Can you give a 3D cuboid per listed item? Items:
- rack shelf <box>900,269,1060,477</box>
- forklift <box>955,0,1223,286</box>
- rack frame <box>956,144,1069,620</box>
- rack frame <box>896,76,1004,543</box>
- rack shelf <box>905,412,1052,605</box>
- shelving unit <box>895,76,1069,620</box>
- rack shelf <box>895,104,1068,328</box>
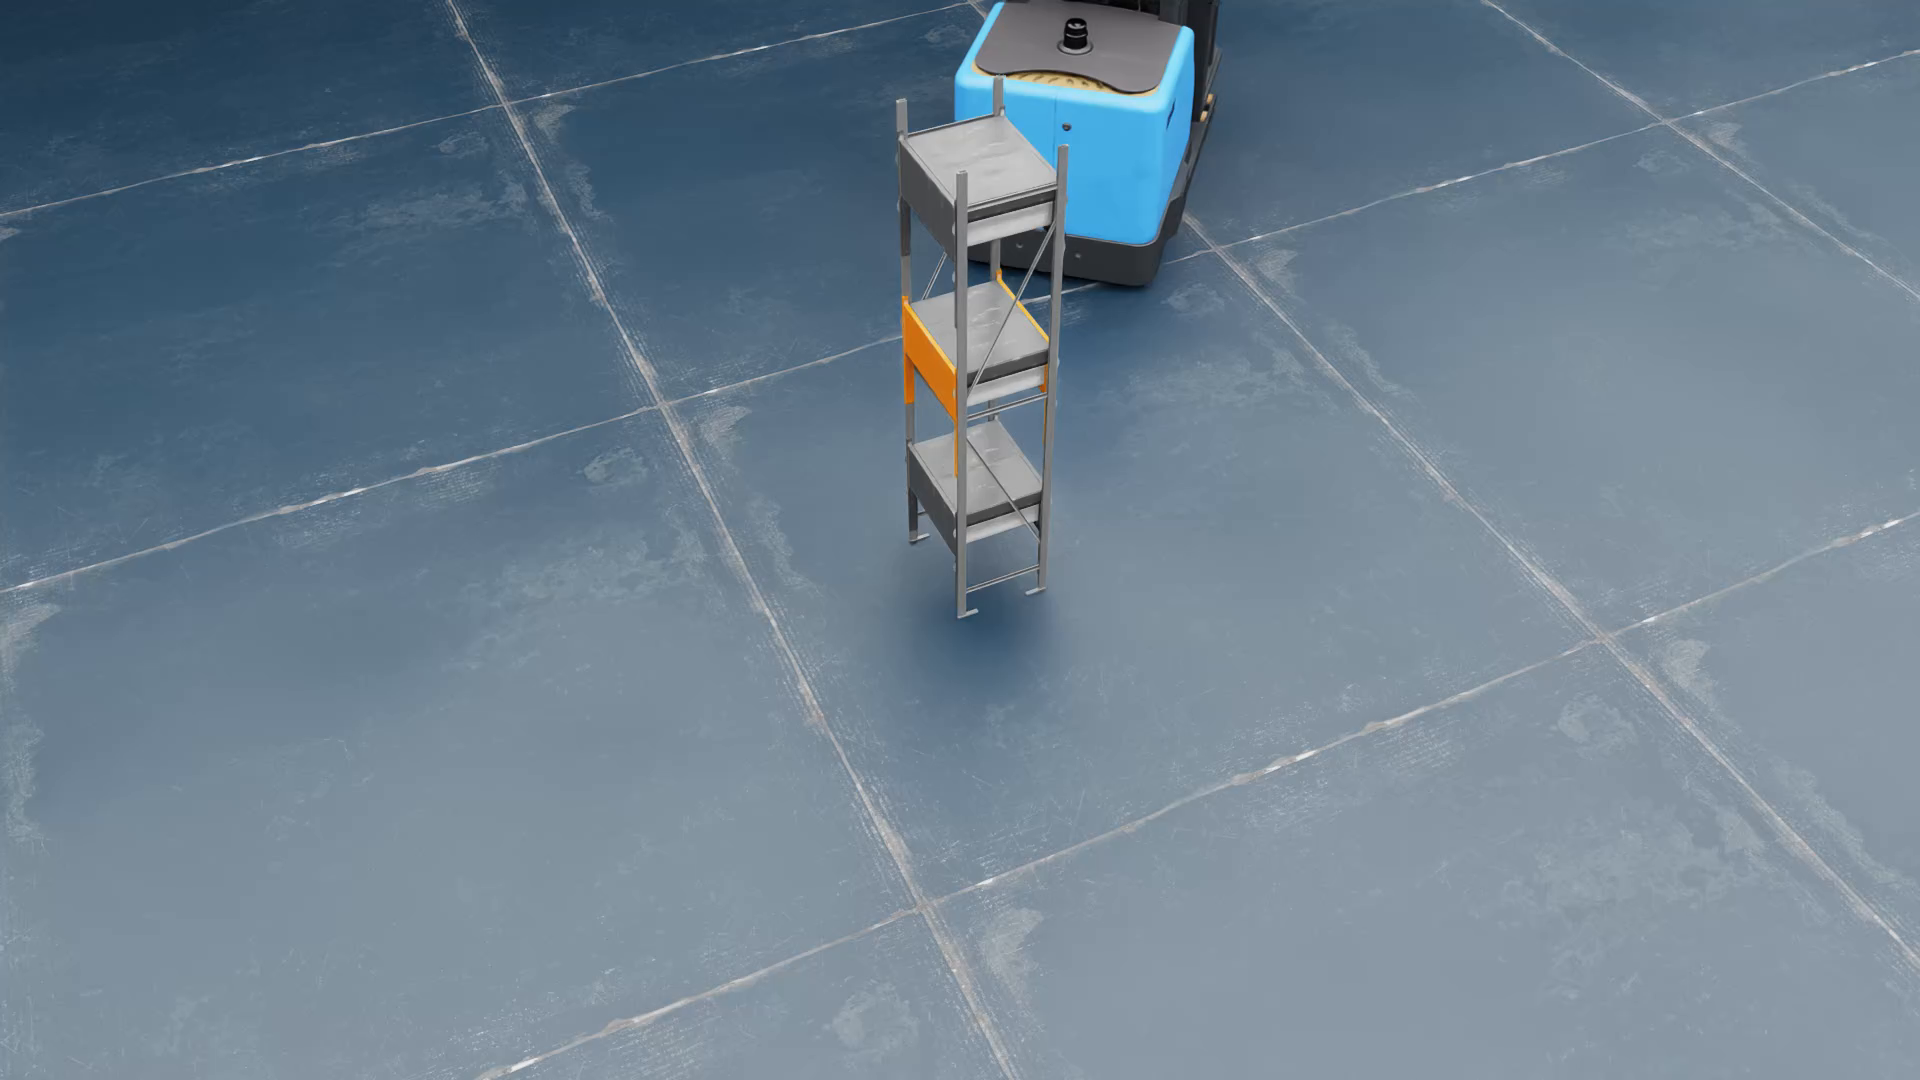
[{"bbox_3d":[0.070,-0.632,6.284,0.431,0.518,0.480,-18,47,-17],"label":"rack shelf"},{"bbox_3d":[0.847,-3.366,8.443,1.130,2.935,3.031,11,46,11],"label":"forklift"},{"bbox_3d":[0.172,-0.486,6.117,0.400,2.100,0.015,-18,47,-17],"label":"rack frame"},{"bbox_3d":[-0.033,-0.797,6.432,0.400,2.100,0.015,-18,47,-17],"label":"rack frame"},{"bbox_3d":[0.070,-0.134,6.776,0.431,0.518,0.480,-18,47,-17],"label":"rack shelf"},{"bbox_3d":[0.070,-0.642,6.274,0.431,2.100,0.503,-18,47,-17],"label":"shelving unit"},{"bbox_3d":[0.070,-1.130,5.792,0.431,0.518,0.480,-18,47,-17],"label":"rack shelf"}]
